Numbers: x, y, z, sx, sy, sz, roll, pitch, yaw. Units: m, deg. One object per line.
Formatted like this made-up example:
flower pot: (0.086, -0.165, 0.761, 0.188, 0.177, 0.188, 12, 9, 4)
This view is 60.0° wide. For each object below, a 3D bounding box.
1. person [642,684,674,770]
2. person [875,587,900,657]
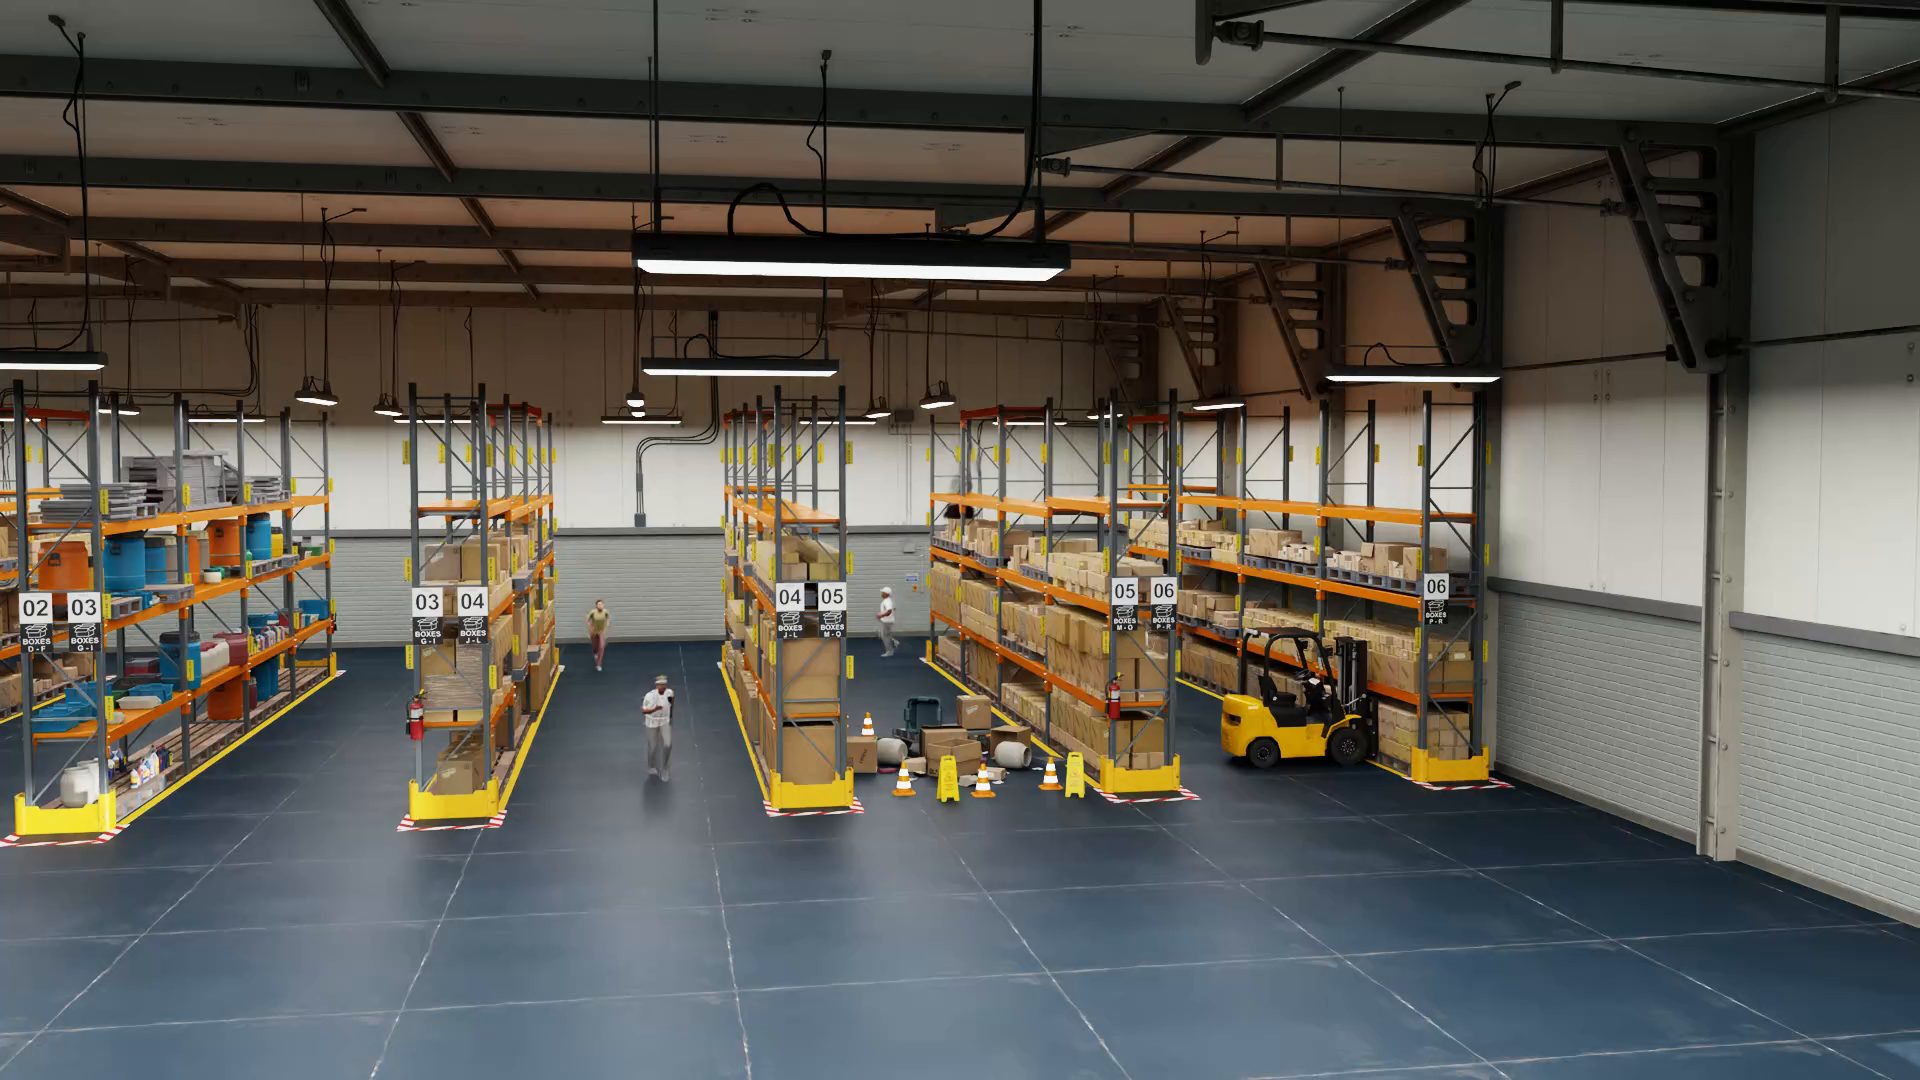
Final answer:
person: (-4.612, 2.828, 25.536, 0.566, 1.487, 0.708, -1, 3, -22)
person: (-1.812, 2.041, 41.489, 0.616, 1.731, 0.687, 0, 3, -3)
